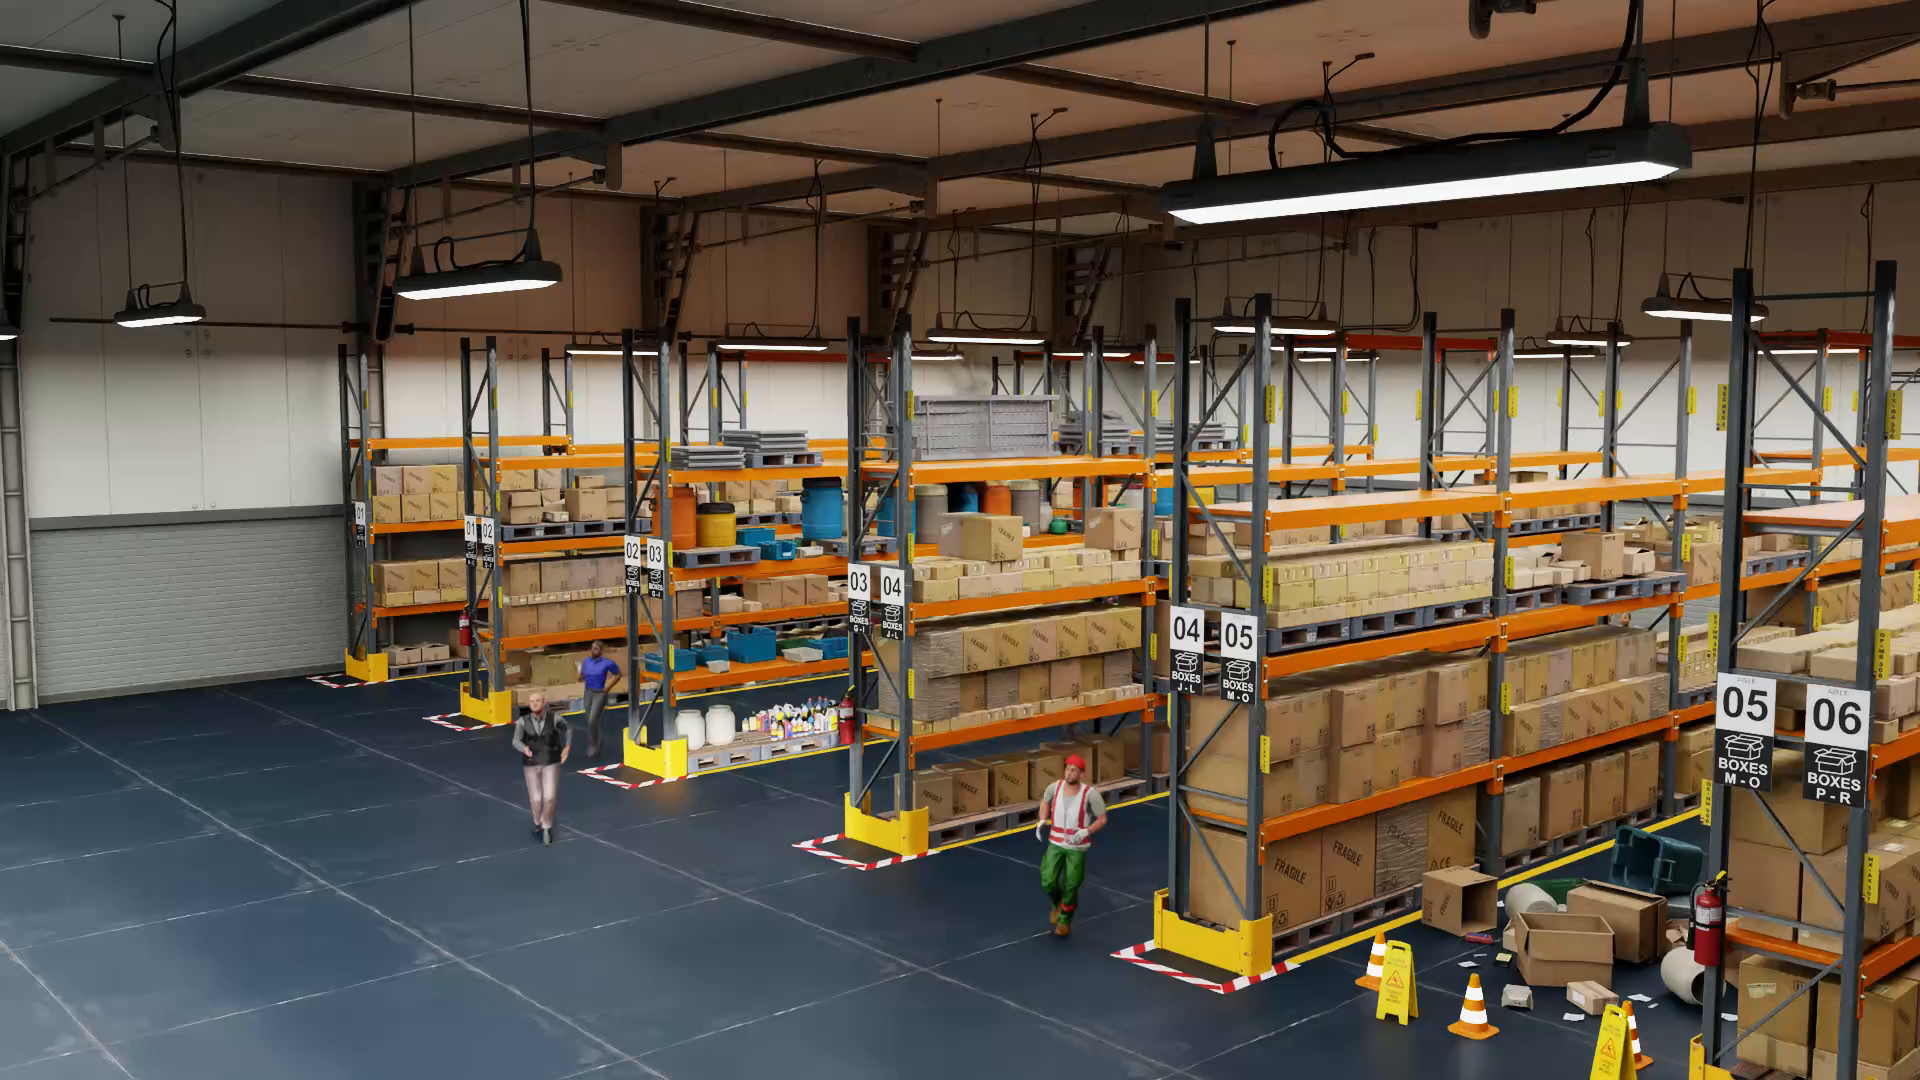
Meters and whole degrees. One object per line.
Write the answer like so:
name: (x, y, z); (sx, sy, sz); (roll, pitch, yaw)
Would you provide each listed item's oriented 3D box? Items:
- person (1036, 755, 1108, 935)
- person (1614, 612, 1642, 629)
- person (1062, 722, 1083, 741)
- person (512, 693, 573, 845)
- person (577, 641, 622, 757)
person: (1.033, 2.888, 15.701); (0.696, 1.738, 0.521); (2, 6, 22)
person: (10.772, 1.948, 26.891); (0.593, 1.638, 0.892); (4, 7, 39)
person: (1.552, 2.265, 23.189); (0.727, 1.746, 0.566); (-5, 7, -44)
person: (-4.807, 2.621, 19.128); (0.662, 1.737, 0.726); (-1, 5, -6)
person: (-5.141, 2.259, 23.529); (0.571, 1.682, 0.693); (2, 5, 21)
